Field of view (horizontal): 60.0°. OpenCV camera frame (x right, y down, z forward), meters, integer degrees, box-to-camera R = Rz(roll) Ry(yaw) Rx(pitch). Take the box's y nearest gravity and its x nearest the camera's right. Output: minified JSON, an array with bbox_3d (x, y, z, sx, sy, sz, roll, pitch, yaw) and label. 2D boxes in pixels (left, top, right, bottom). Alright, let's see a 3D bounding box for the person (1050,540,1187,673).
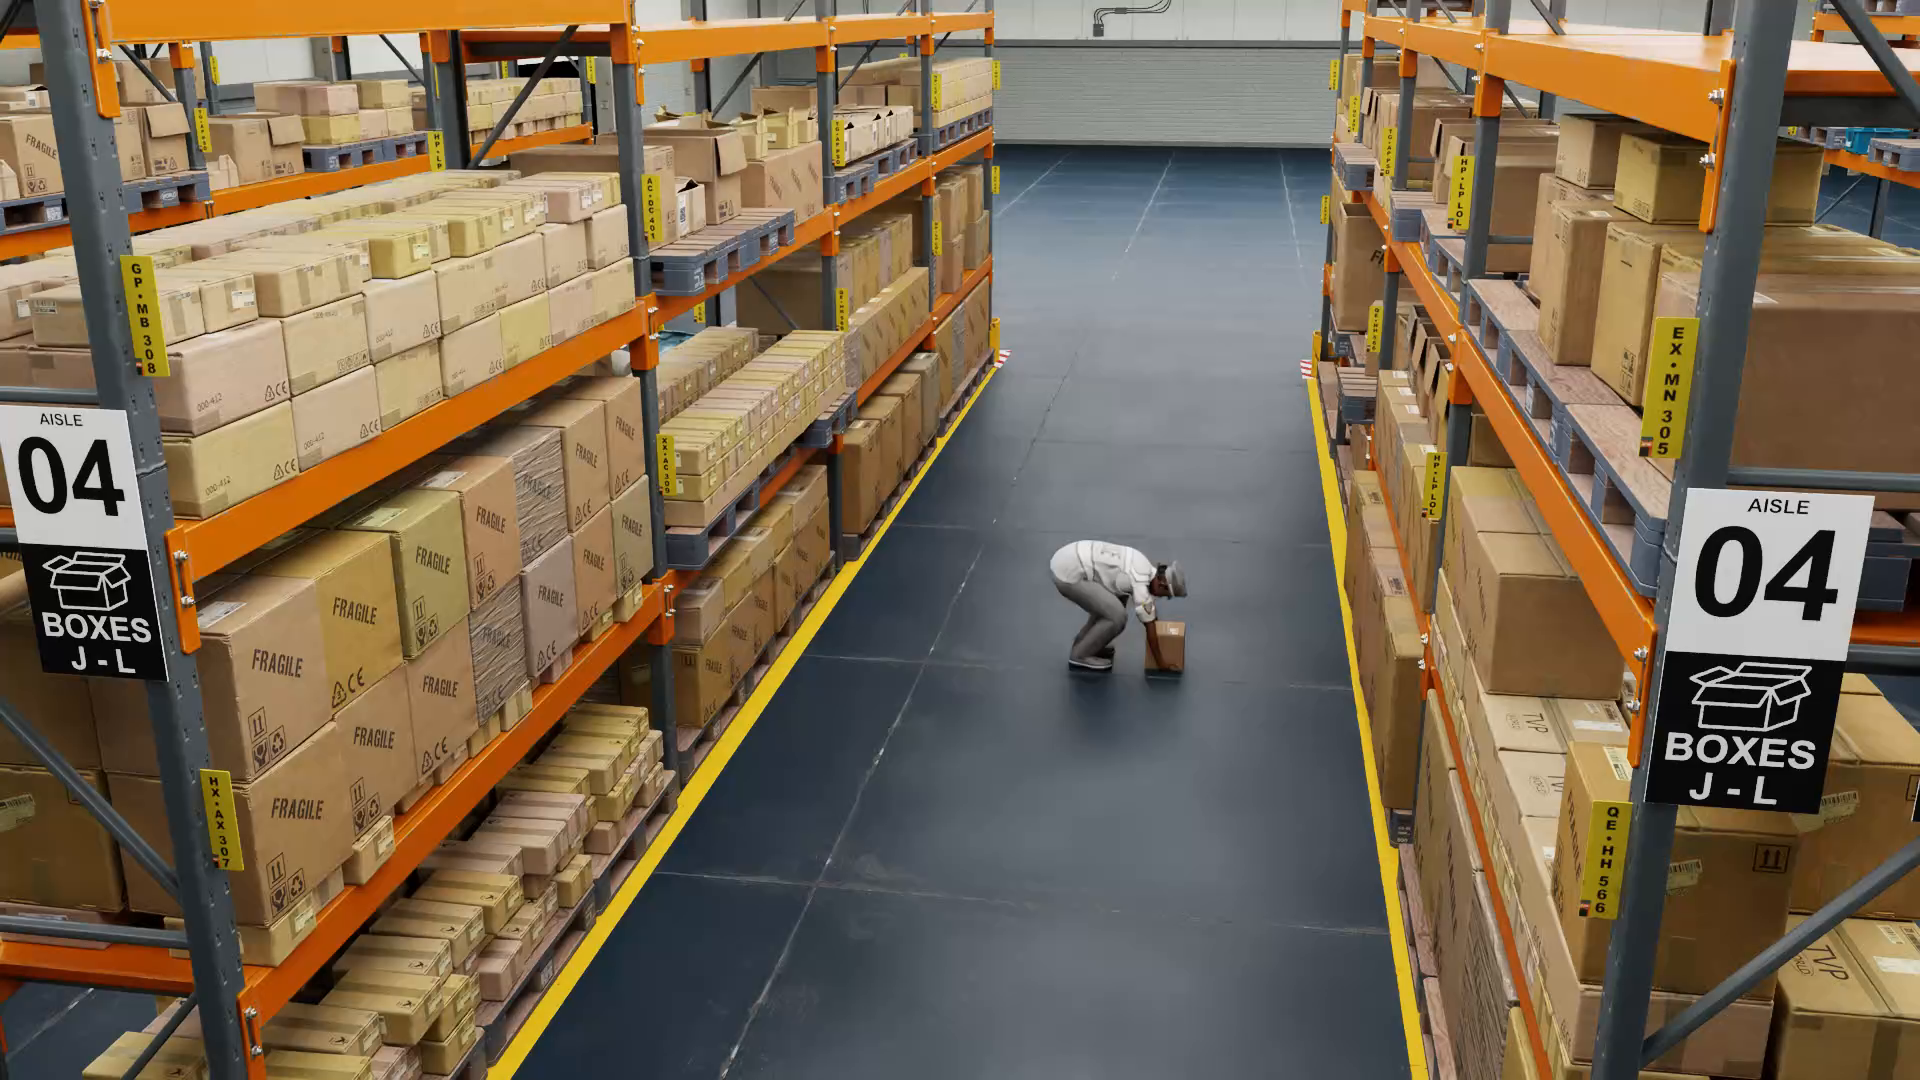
[{"bbox_3d":[1.054,0.430,11.106,0.913,0.842,0.470,2,18,6],"label":"person"}]
